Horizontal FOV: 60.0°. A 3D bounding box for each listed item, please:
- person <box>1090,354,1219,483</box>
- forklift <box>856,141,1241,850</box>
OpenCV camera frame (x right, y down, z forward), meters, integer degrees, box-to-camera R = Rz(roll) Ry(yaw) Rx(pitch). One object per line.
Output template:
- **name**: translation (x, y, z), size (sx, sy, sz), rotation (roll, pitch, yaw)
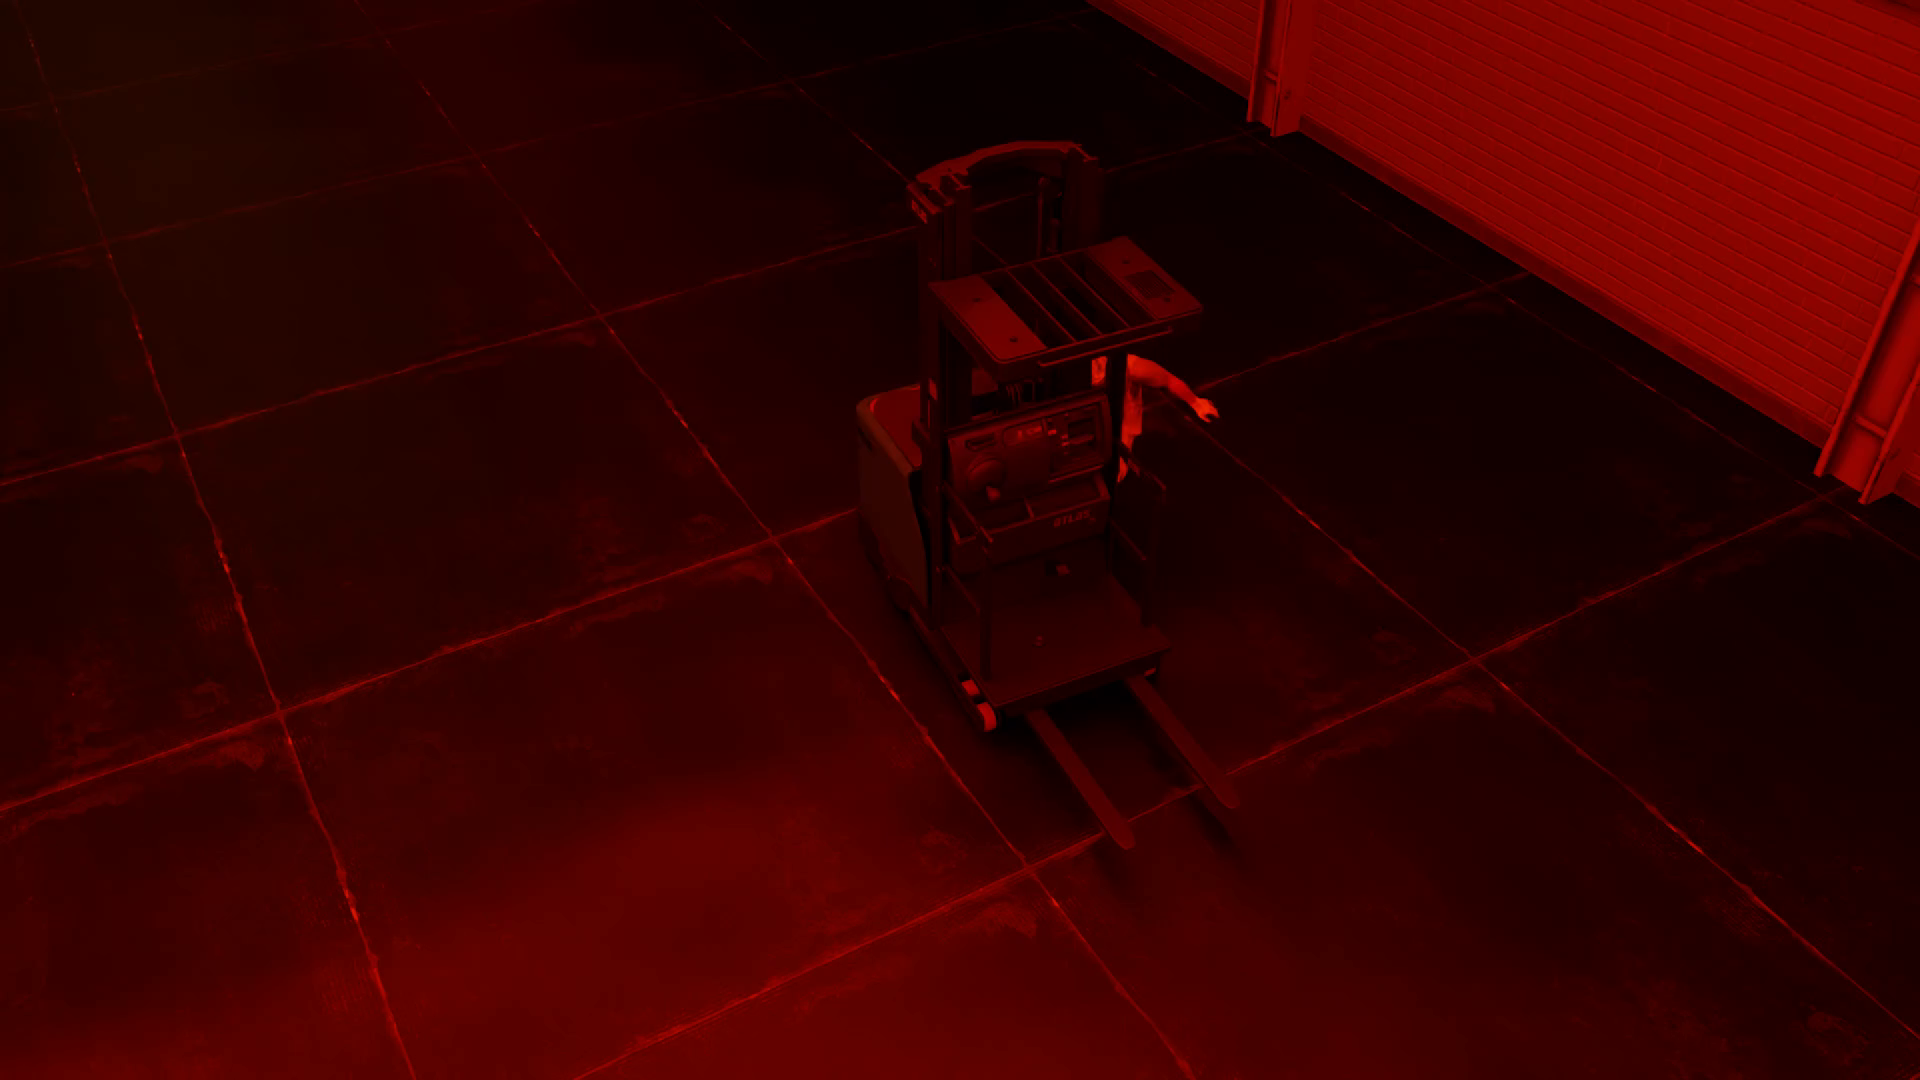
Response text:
- **person**: translation (0.919, -0.521, 9.872), size (1.084, 1.480, 0.970), rotation (11, 41, 13)
- **forklift**: translation (0.466, -0.401, 8.519), size (1.130, 2.935, 3.031), rotation (-17, 43, -19)
